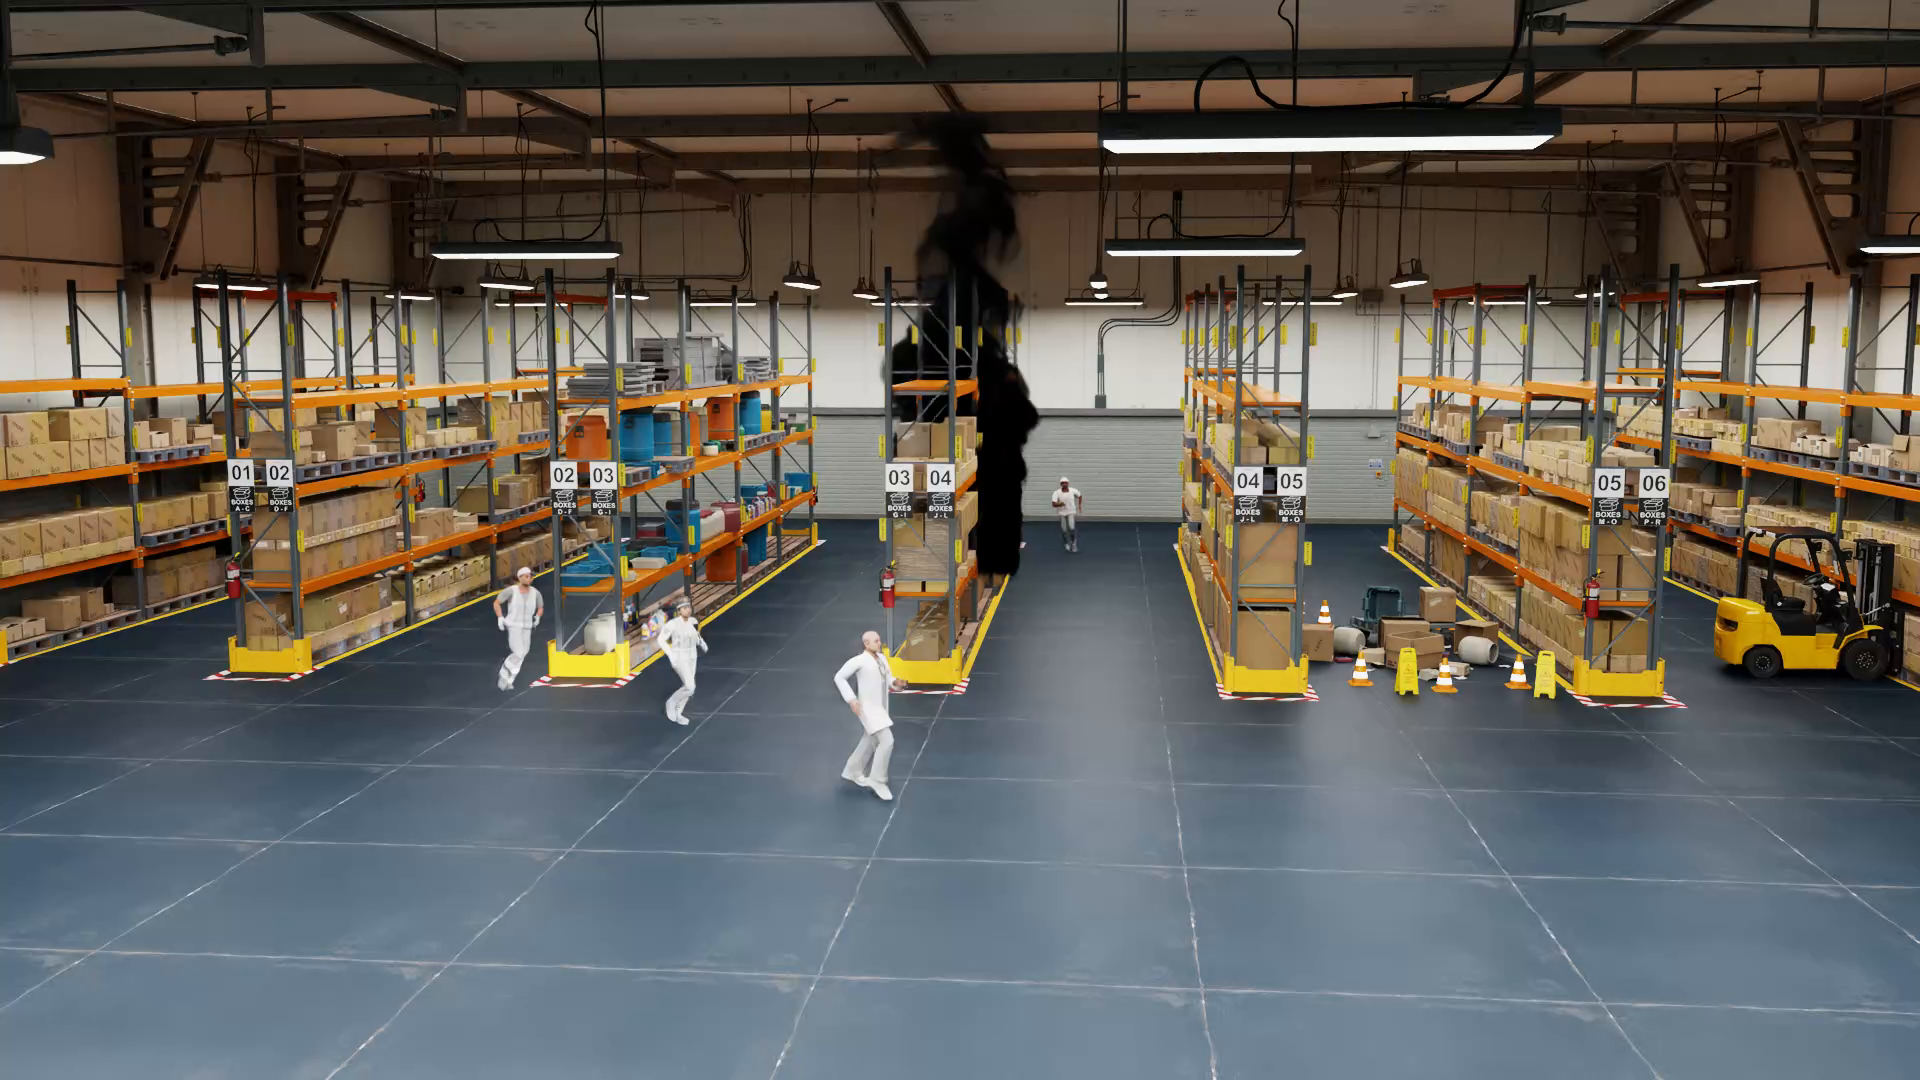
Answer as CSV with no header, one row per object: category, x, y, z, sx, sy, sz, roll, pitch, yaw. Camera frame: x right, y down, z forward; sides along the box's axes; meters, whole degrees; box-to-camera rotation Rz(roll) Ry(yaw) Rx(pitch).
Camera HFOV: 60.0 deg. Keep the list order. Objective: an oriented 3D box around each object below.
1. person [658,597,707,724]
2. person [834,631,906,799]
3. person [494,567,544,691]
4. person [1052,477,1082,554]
person,-3.532,1.562,21.580,0.542,1.666,0.598,6,9,40
person,-0.965,1.915,18.276,0.832,1.848,0.669,3,8,24
person,-6.202,1.254,23.548,0.703,1.728,0.587,-6,9,-40
person,2.482,-0.581,38.867,0.669,1.780,0.688,1,7,11
